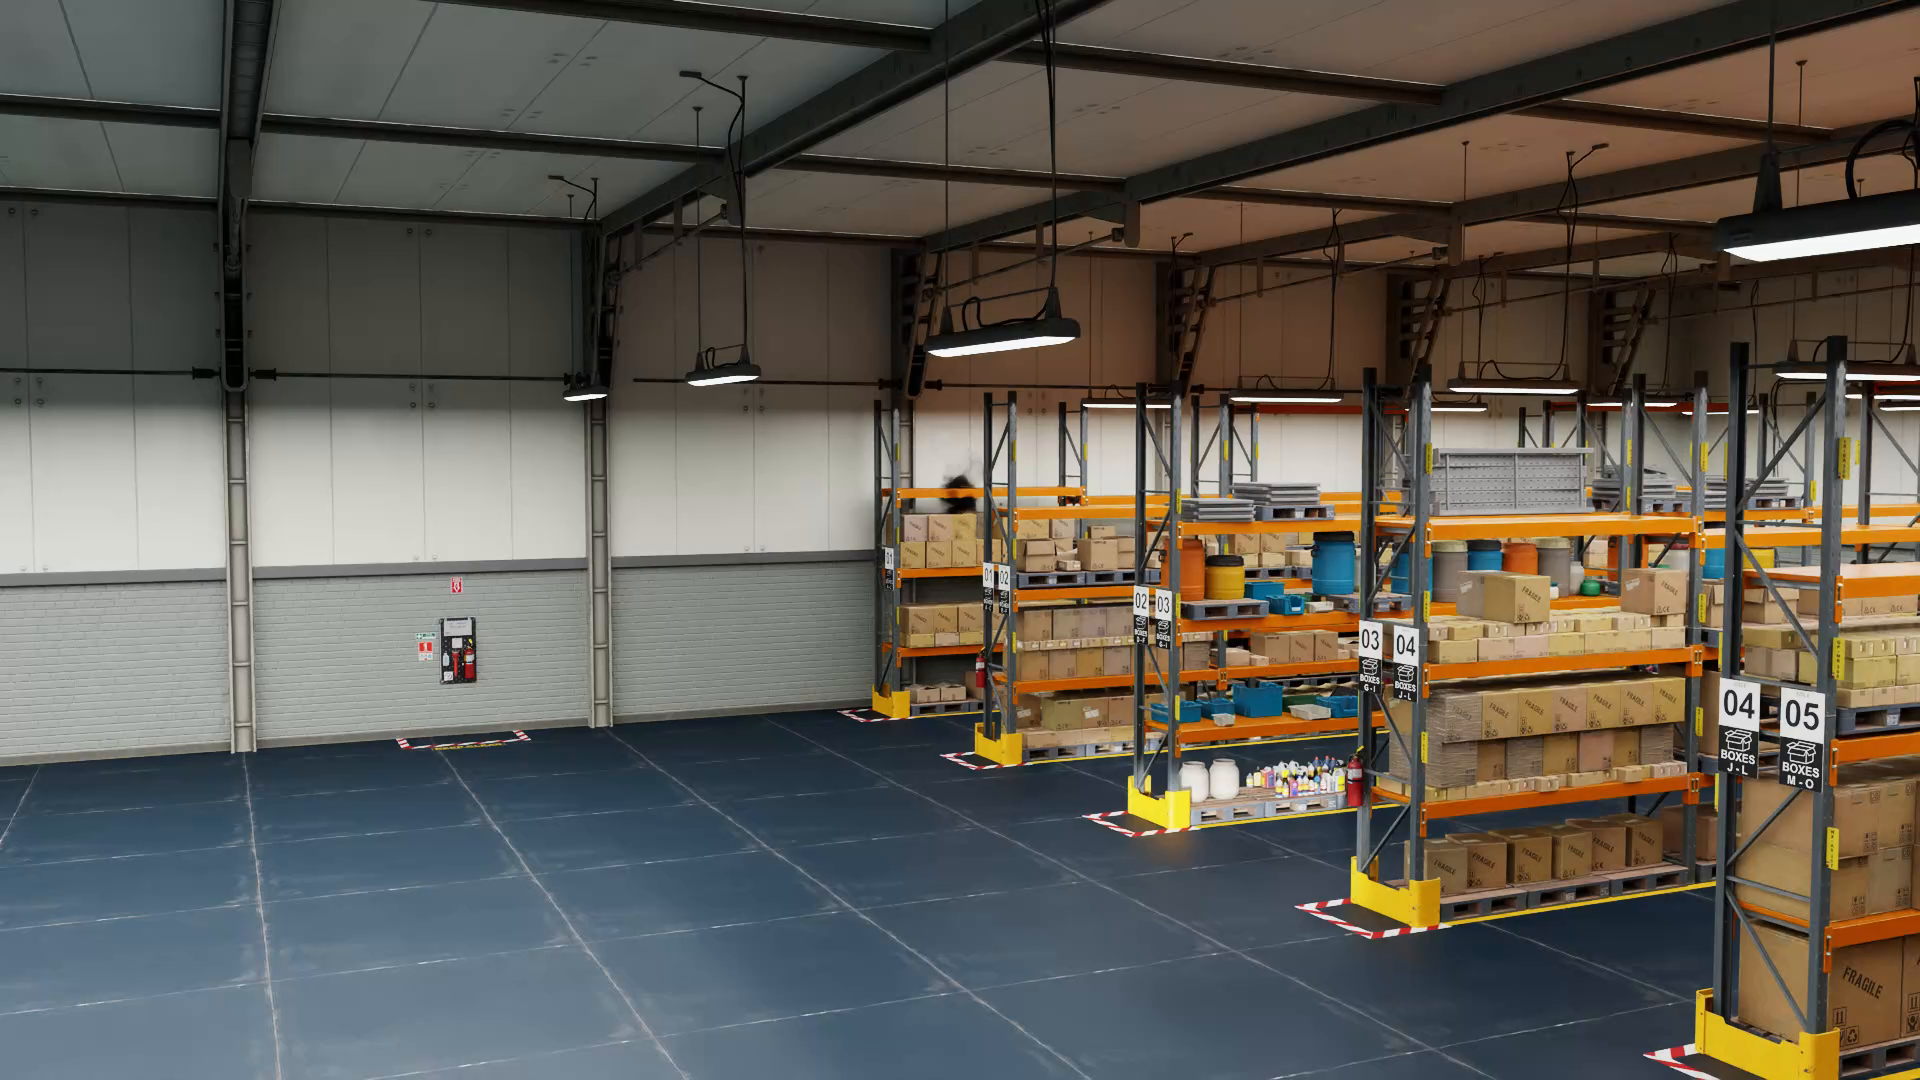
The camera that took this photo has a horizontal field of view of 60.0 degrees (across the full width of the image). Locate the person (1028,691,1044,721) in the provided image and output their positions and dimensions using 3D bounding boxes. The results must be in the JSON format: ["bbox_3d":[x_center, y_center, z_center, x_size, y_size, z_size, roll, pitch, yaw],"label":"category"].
[{"bbox_3d":[1.320,2.573,29.218,0.805,1.796,0.630,-2,4,-32],"label":"person"}]
